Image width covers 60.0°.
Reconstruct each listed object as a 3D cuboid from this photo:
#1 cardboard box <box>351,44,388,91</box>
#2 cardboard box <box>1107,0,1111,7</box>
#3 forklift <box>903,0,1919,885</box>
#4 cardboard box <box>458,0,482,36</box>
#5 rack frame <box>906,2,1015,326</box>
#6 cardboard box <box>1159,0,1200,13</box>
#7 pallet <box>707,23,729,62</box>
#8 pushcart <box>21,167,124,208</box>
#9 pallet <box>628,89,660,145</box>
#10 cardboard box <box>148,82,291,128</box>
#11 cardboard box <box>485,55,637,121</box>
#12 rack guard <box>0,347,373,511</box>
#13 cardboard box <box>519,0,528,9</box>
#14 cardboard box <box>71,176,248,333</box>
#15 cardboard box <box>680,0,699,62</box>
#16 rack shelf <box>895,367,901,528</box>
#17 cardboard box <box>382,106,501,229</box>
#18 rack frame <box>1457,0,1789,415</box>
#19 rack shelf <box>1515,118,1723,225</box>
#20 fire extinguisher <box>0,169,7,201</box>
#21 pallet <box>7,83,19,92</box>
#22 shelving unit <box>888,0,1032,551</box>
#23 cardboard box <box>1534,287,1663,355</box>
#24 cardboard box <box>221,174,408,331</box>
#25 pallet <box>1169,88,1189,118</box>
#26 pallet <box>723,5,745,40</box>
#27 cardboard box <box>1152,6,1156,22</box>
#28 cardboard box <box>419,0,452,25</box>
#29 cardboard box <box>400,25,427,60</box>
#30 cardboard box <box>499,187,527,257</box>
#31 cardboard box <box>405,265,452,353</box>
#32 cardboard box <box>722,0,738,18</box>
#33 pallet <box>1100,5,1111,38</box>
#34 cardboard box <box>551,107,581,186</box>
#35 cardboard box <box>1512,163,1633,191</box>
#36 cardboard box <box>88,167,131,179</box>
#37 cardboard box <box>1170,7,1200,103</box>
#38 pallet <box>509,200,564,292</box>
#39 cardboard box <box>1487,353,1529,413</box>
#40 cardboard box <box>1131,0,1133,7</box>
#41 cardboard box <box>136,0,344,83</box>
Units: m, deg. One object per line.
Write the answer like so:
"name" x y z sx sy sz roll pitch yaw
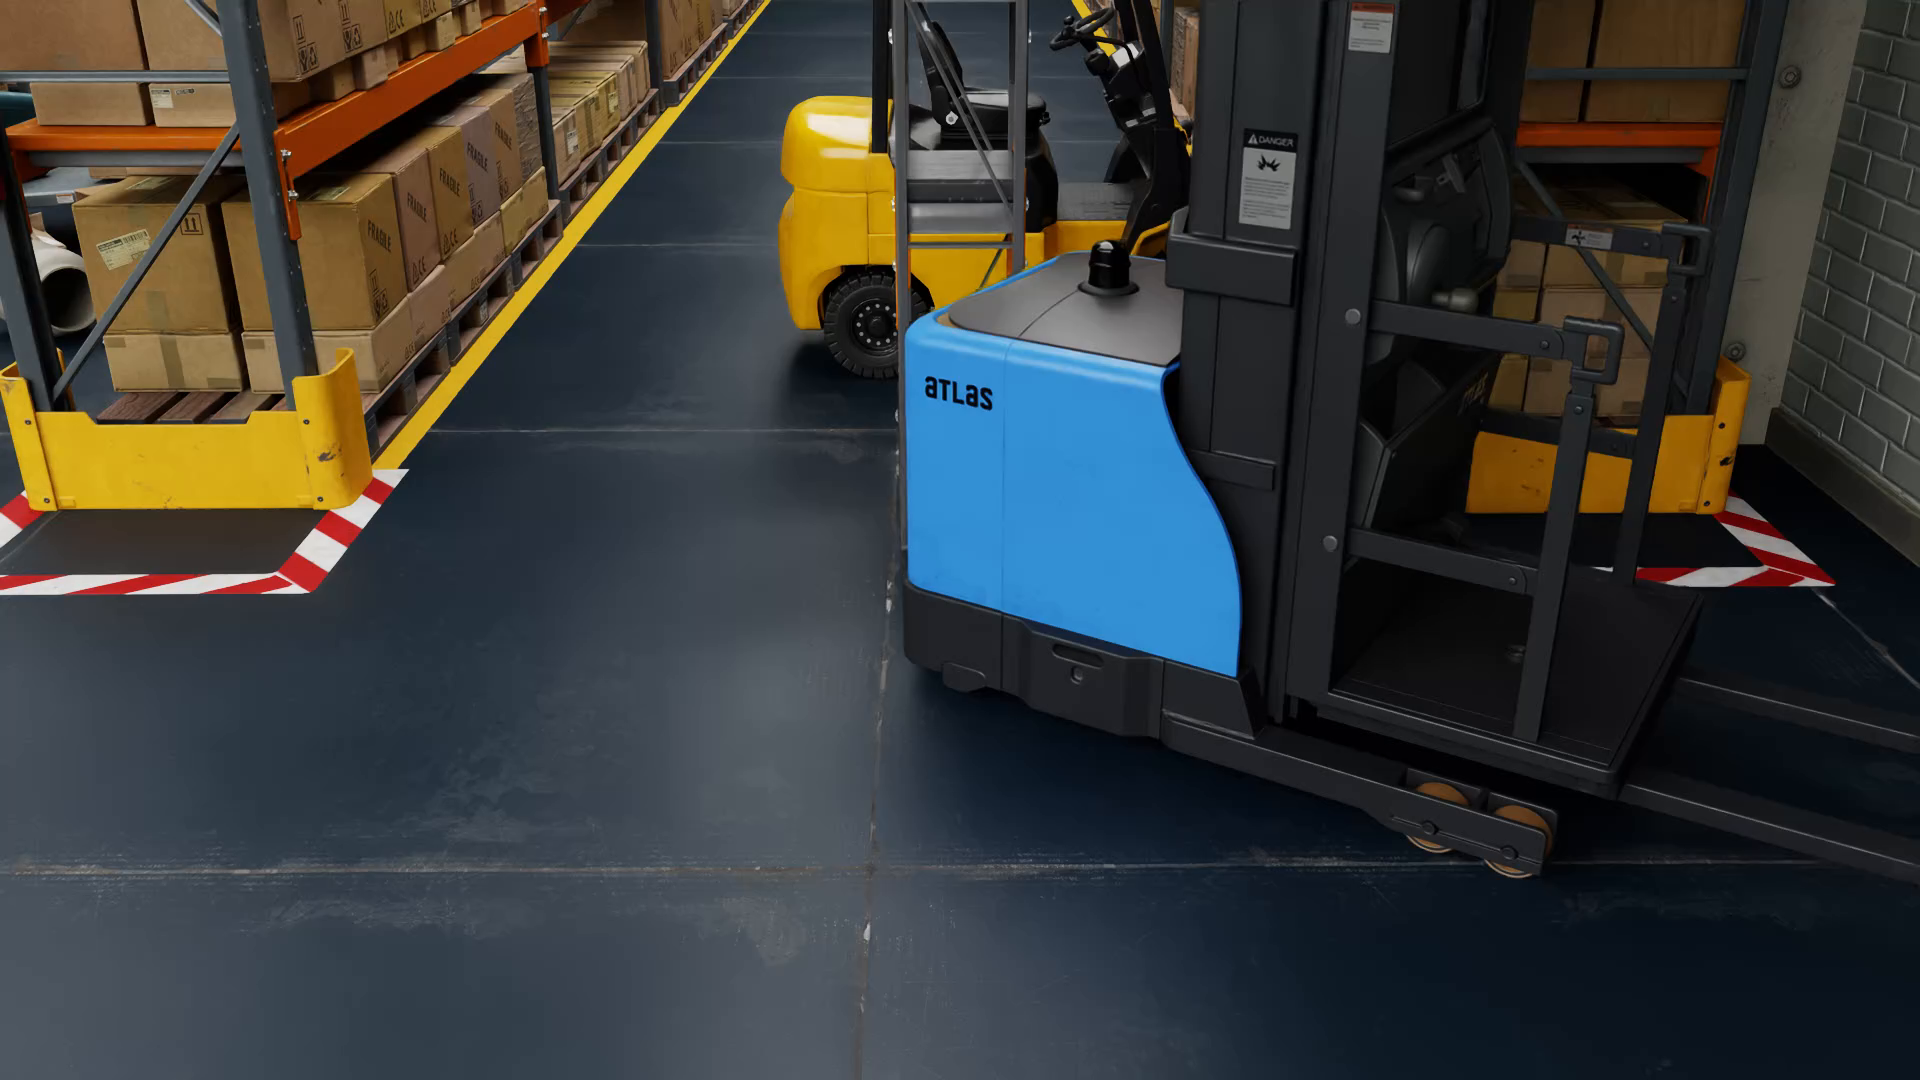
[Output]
"cardboard box" -2.481 -1.859 6.525 0.380 0.149 0.250 0 24 0
"cardboard box" 1.744 -5.603 17.449 0.380 0.149 0.250 -1 24 -2
"forklift" 1.356 -0.780 3.918 3.031 2.935 1.130 15 28 29
"cardboard box" -2.510 -2.498 7.938 0.380 0.149 0.250 -1 24 -1
"rack frame" -0.004 -1.125 5.690 0.400 2.100 0.015 0 24 -1
"cardboard box" 1.828 -4.385 13.541 0.380 0.149 0.250 -1 24 -3
"pallet" -2.836 -4.871 16.263 1.003 0.211 1.213 0 24 -1
"pushcart" -5.112 -1.937 9.574 1.648 0.377 0.936 -9 26 -19
"pallet" -2.869 -3.218 12.609 1.003 0.211 1.213 0 24 -1
"cardboard box" -2.586 -1.541 5.821 0.380 0.149 0.250 0 24 0
"cardboard box" -2.864 -3.268 12.014 0.950 0.372 0.625 -1 24 -2
"rack guard" -2.790 -0.406 6.042 1.175 0.500 0.348 0 24 -1
"cardboard box" -2.524 -2.917 8.864 0.380 0.149 0.250 -1 24 -1
"cardboard box" -3.059 -1.123 6.511 0.500 0.500 0.500 0 24 0
"cardboard box" -2.806 -4.686 14.541 0.875 0.875 0.875 0 24 0
"rack shelf" -0.002 -0.375 5.762 0.431 0.518 0.480 0 24 -1
"cardboard box" -2.544 -1.780 7.963 0.500 0.500 0.500 1 24 2
"rack frame" 2.174 -1.538 5.510 1.000 3.000 0.127 0 24 -1
"rack shelf" 2.152 -2.034 7.481 1.077 0.370 4.000 0 24 -1
"fire extinguisher" -3.249 -1.430 5.365 0.296 0.674 0.183 0 24 -1
"pallet" -7.832 -3.798 13.892 1.003 0.211 1.213 0 24 -1
"shelving unit" -0.002 -1.025 5.468 0.431 2.100 0.503 0 24 -1
"cardboard box" 2.377 -0.899 6.318 0.500 0.250 0.500 0 24 0
"cardboard box" -2.522 -1.138 6.543 0.500 0.500 0.500 -1 24 -2
"pallet" 2.057 -3.224 12.623 1.003 0.211 1.213 0 24 -1
"pallet" -2.850 -5.502 17.659 1.003 0.211 1.213 0 24 -1
"cardboard box" 1.872 -4.266 14.067 0.500 0.500 0.500 -1 24 -1
"cardboard box" -2.546 -2.524 7.209 0.500 0.500 0.500 -1 24 -2
"cardboard box" -2.554 -2.183 7.241 0.380 0.149 0.250 -1 24 -2
"cardboard box" -2.542 -1.639 8.561 0.500 0.250 0.500 -1 24 -2
"cardboard box" -2.519 -0.997 7.141 0.500 0.250 0.500 1 24 1
"cardboard box" -2.820 -5.742 17.405 0.875 0.438 0.875 -1 24 -1
"pallet" 2.037 -5.495 17.644 1.003 0.211 1.213 0 24 -1
"cardboard box" -2.841 -2.372 10.035 0.950 0.372 0.625 0 24 0
"cardboard box" 2.349 -1.337 6.679 0.500 0.250 0.500 0 24 0
"cardboard box" -4.612 -2.348 9.416 0.500 0.500 0.500 0 24 -1
"cardboard box" 2.080 -3.687 12.634 0.875 0.625 0.625 1 24 1
"pallet" -2.790 -1.615 9.065 1.003 0.211 1.213 0 24 -1
"cardboard box" 1.853 -0.669 6.415 0.500 0.250 0.500 0 24 0
"cardboard box" 1.840 -4.910 15.489 0.500 0.500 0.500 -1 24 -2
"cardboard box" -2.517 -1.892 5.810 0.500 0.500 0.500 -1 24 -1
